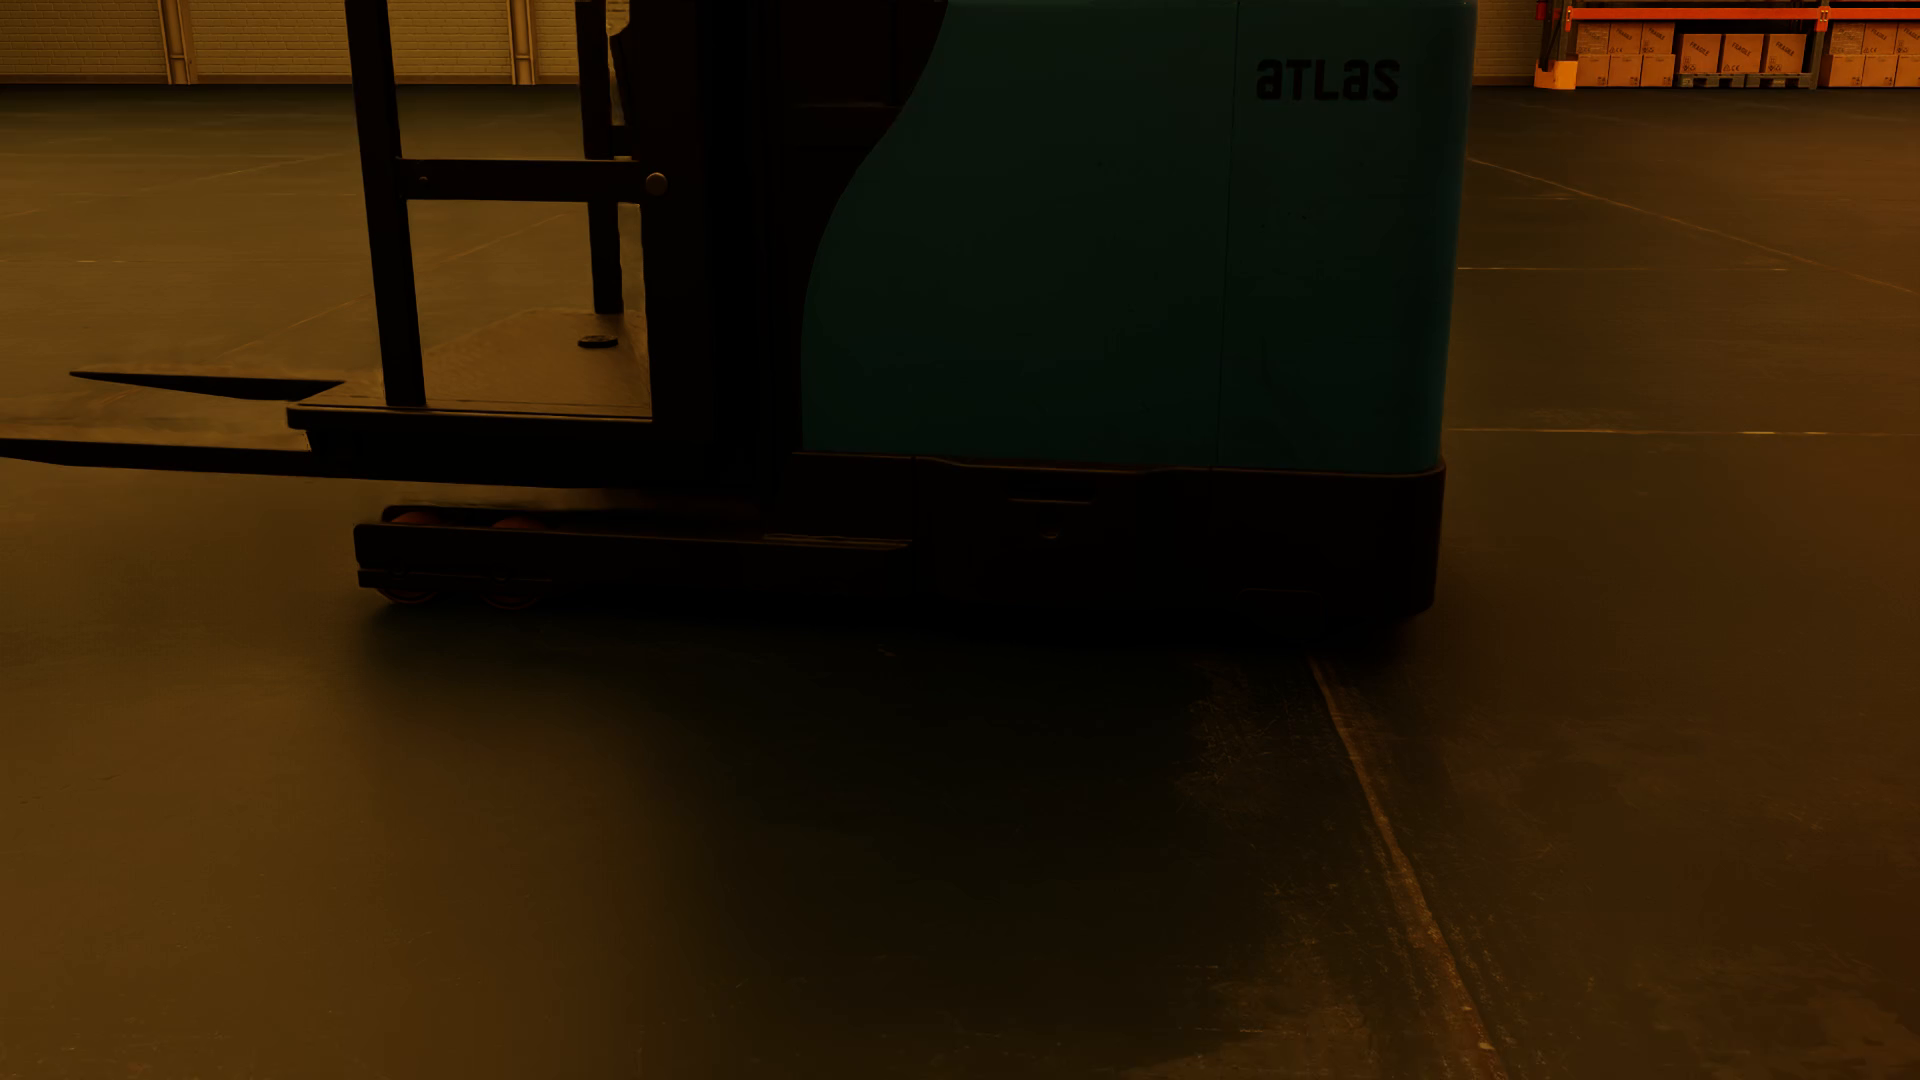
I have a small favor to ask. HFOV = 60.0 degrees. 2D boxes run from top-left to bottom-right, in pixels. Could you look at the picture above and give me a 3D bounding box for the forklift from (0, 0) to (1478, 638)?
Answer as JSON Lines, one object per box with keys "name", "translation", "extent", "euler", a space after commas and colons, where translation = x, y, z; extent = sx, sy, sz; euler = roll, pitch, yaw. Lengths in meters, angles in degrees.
{"name": "forklift", "translation": [-0.631, -1.425, 3.017], "extent": [3.031, 2.935, 1.130], "euler": [3, 17, 9]}
